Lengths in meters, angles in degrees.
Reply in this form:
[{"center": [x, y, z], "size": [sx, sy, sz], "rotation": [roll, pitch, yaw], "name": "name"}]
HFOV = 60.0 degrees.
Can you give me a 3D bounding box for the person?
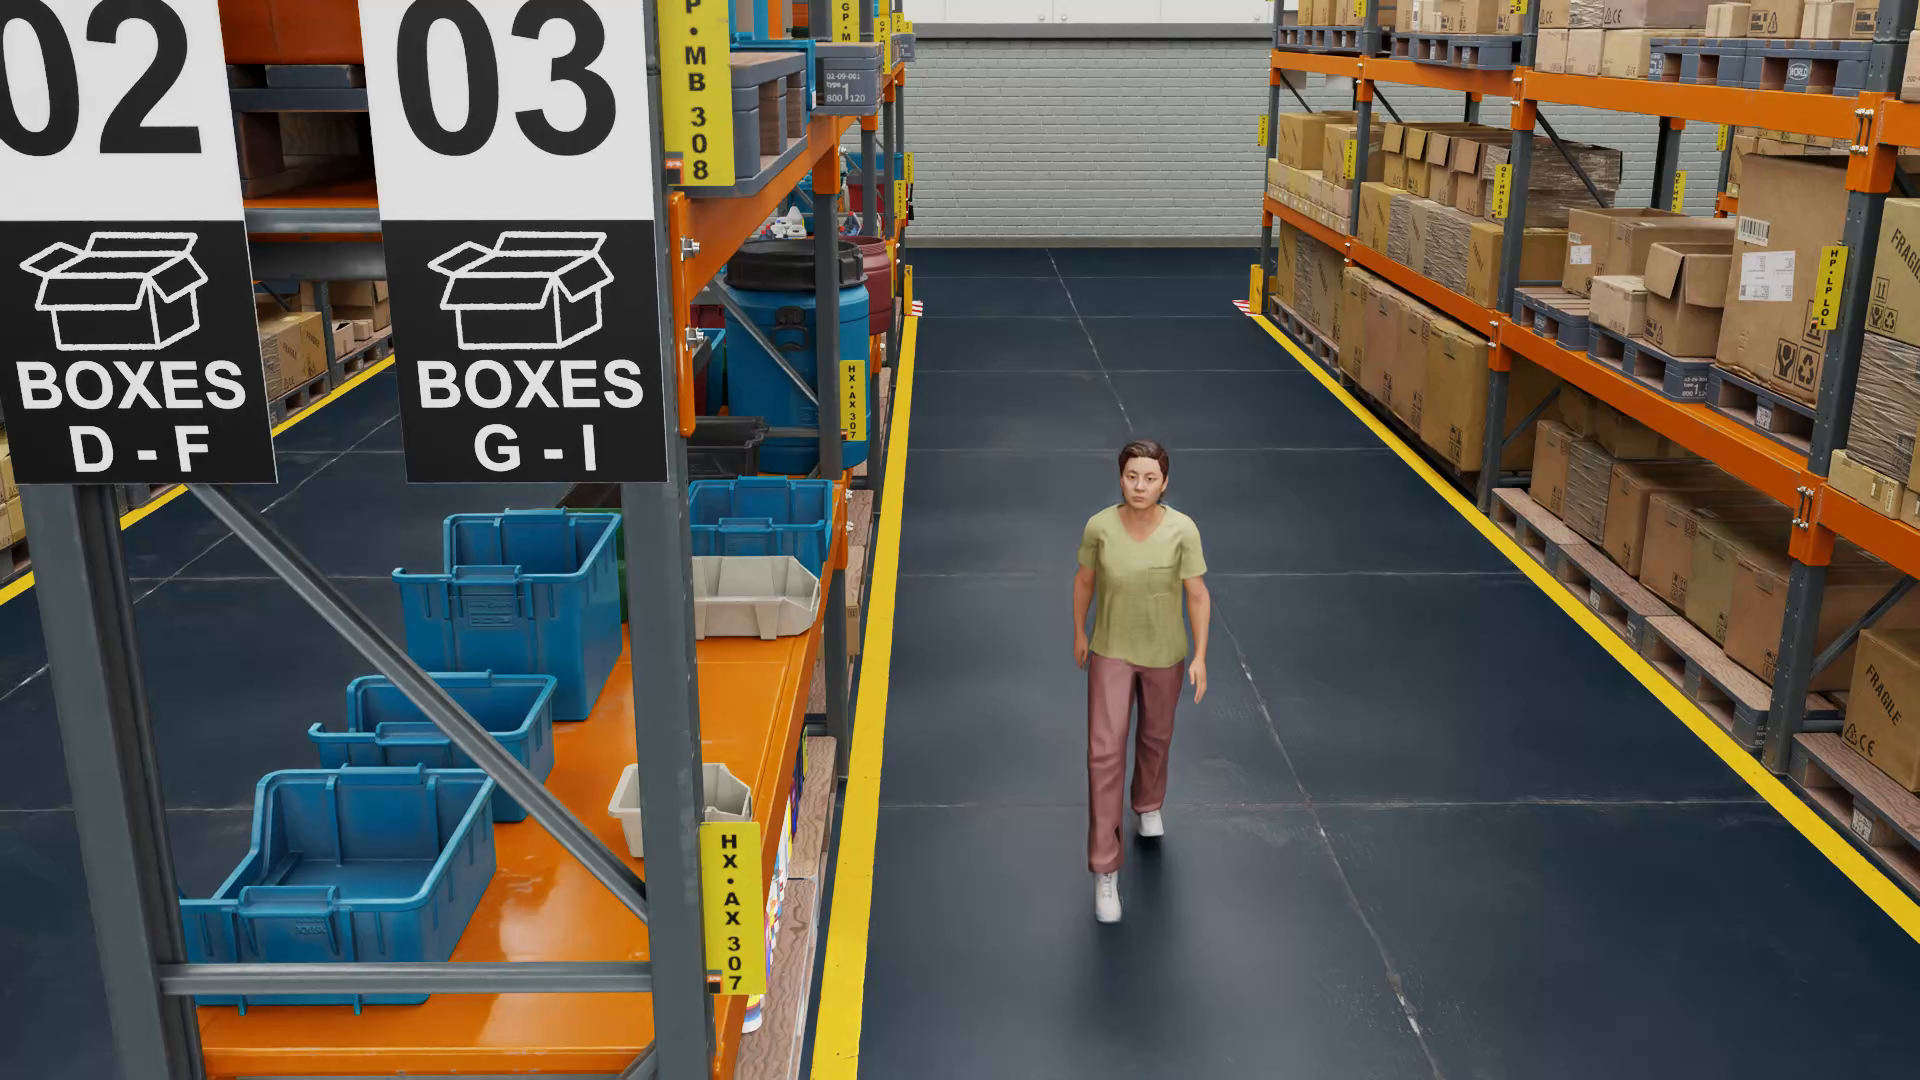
[{"center": [0.656, 0.453, 6.083], "size": [0.497, 1.664, 0.882], "rotation": [1, 17, 4], "name": "person"}]
